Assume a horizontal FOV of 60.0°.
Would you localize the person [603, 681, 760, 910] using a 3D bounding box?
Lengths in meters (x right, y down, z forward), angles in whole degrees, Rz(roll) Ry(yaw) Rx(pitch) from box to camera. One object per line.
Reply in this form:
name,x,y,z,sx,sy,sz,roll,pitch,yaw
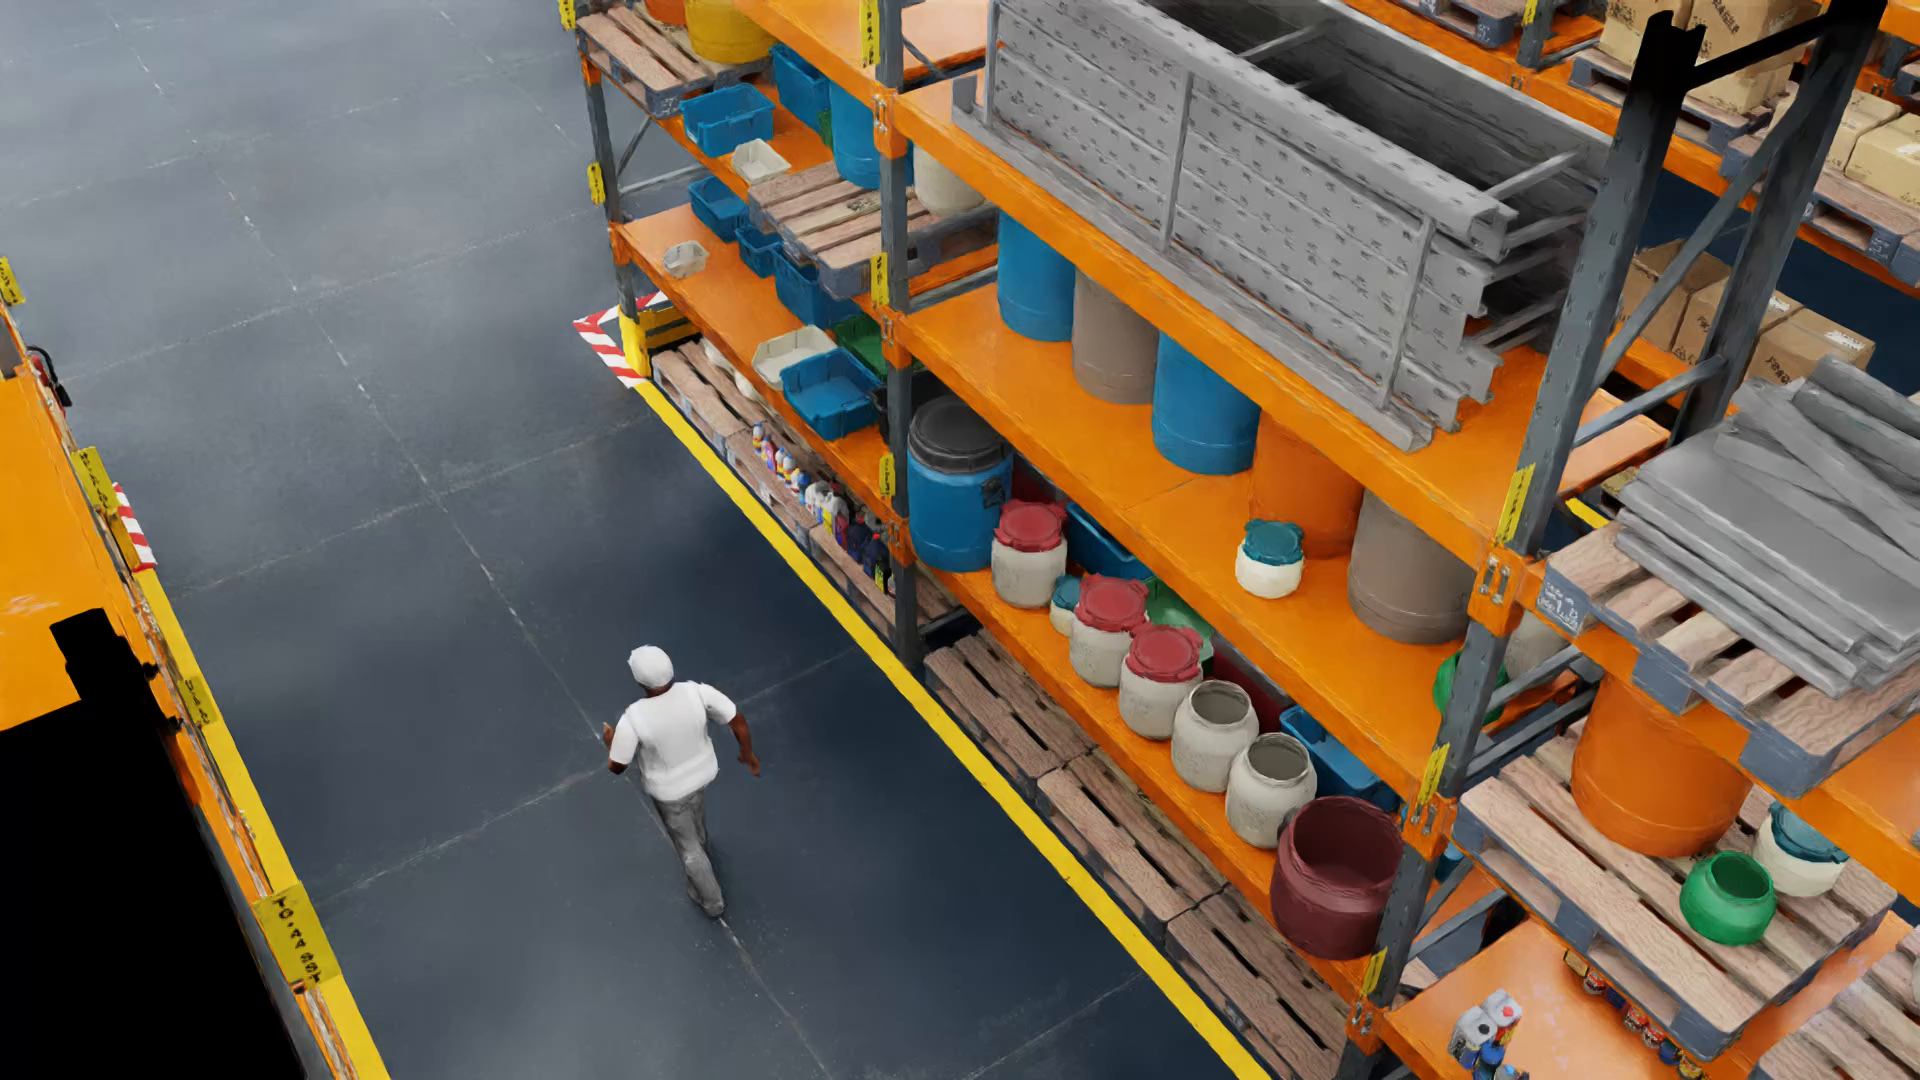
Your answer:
person,-1.541,1.248,9.128,0.743,1.602,0.834,-28,50,-27
